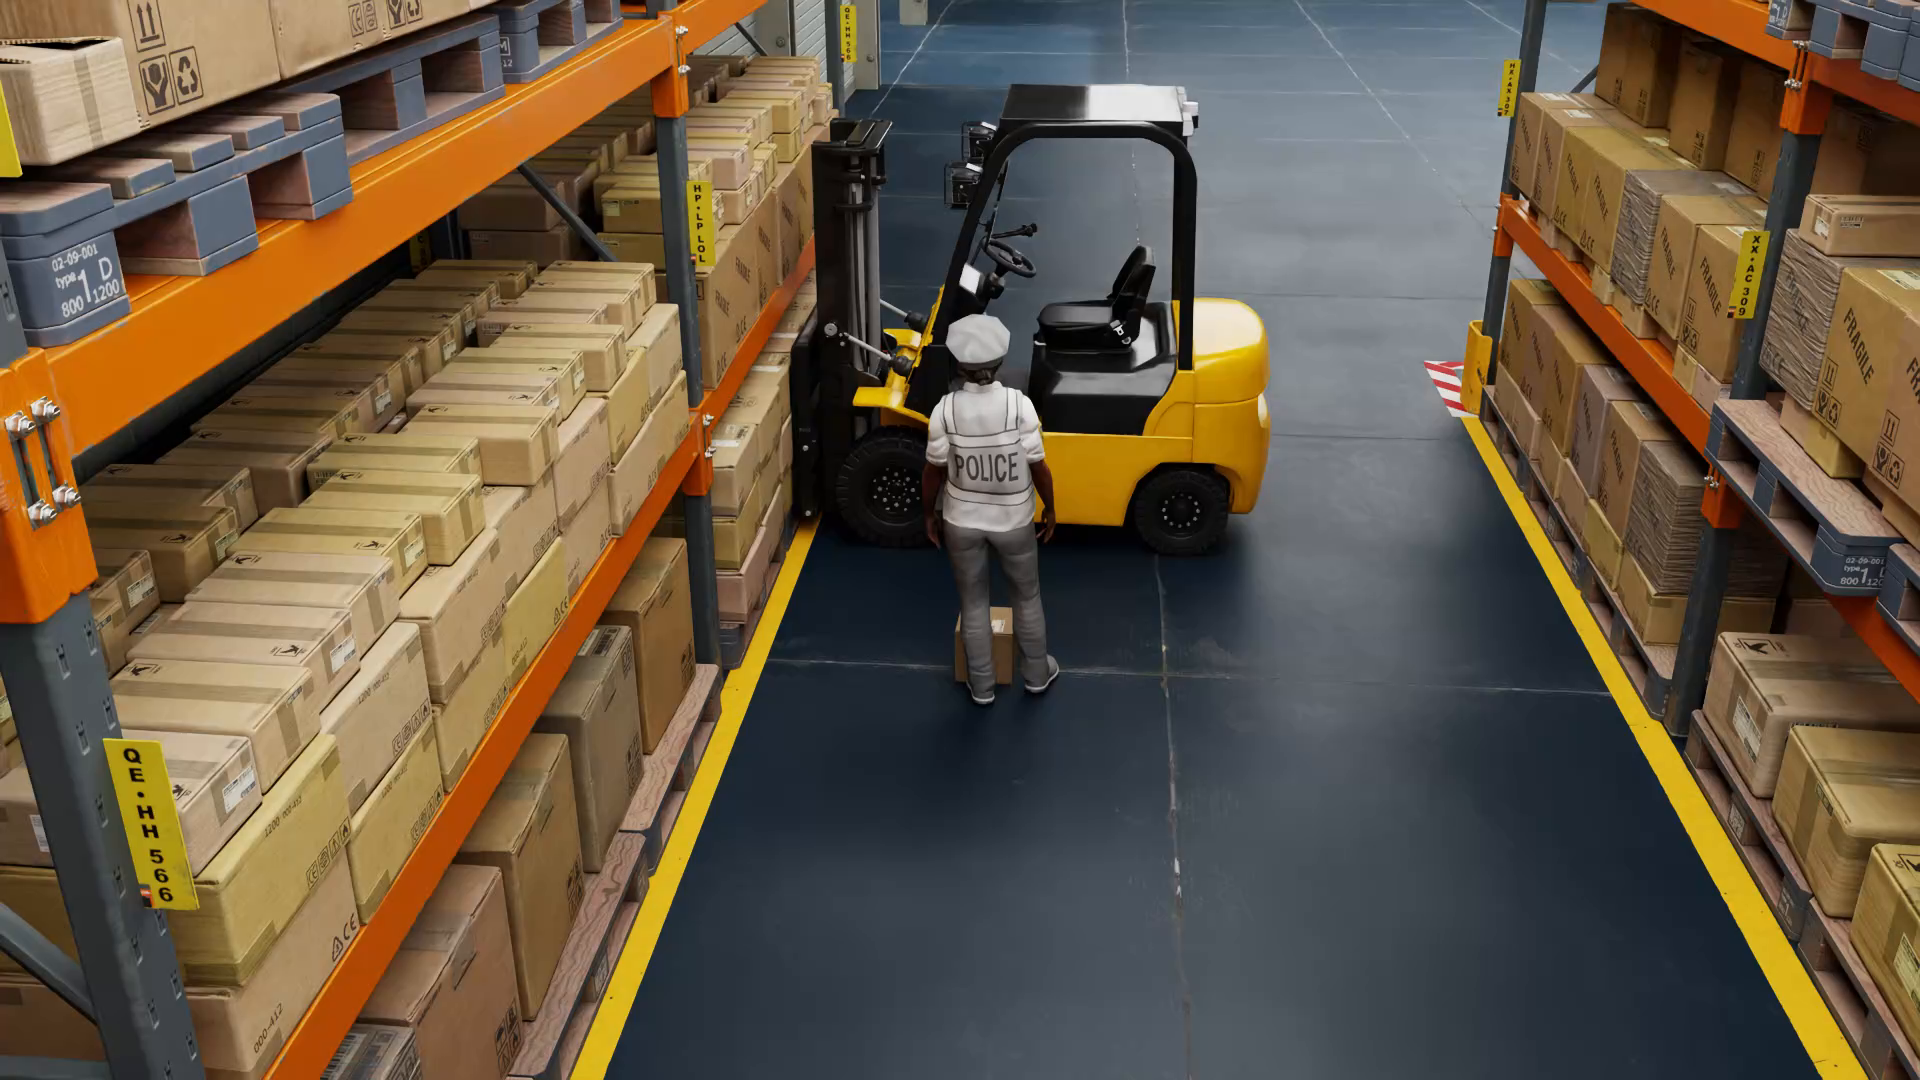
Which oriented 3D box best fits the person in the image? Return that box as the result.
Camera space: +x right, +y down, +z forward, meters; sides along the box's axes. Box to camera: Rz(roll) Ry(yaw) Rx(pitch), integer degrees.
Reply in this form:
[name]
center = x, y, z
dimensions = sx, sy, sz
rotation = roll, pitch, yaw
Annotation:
[person]
center = 0.136, -0.119, 6.802
dimensions = 0.568, 1.694, 0.529
rotation = 2, 25, 4
